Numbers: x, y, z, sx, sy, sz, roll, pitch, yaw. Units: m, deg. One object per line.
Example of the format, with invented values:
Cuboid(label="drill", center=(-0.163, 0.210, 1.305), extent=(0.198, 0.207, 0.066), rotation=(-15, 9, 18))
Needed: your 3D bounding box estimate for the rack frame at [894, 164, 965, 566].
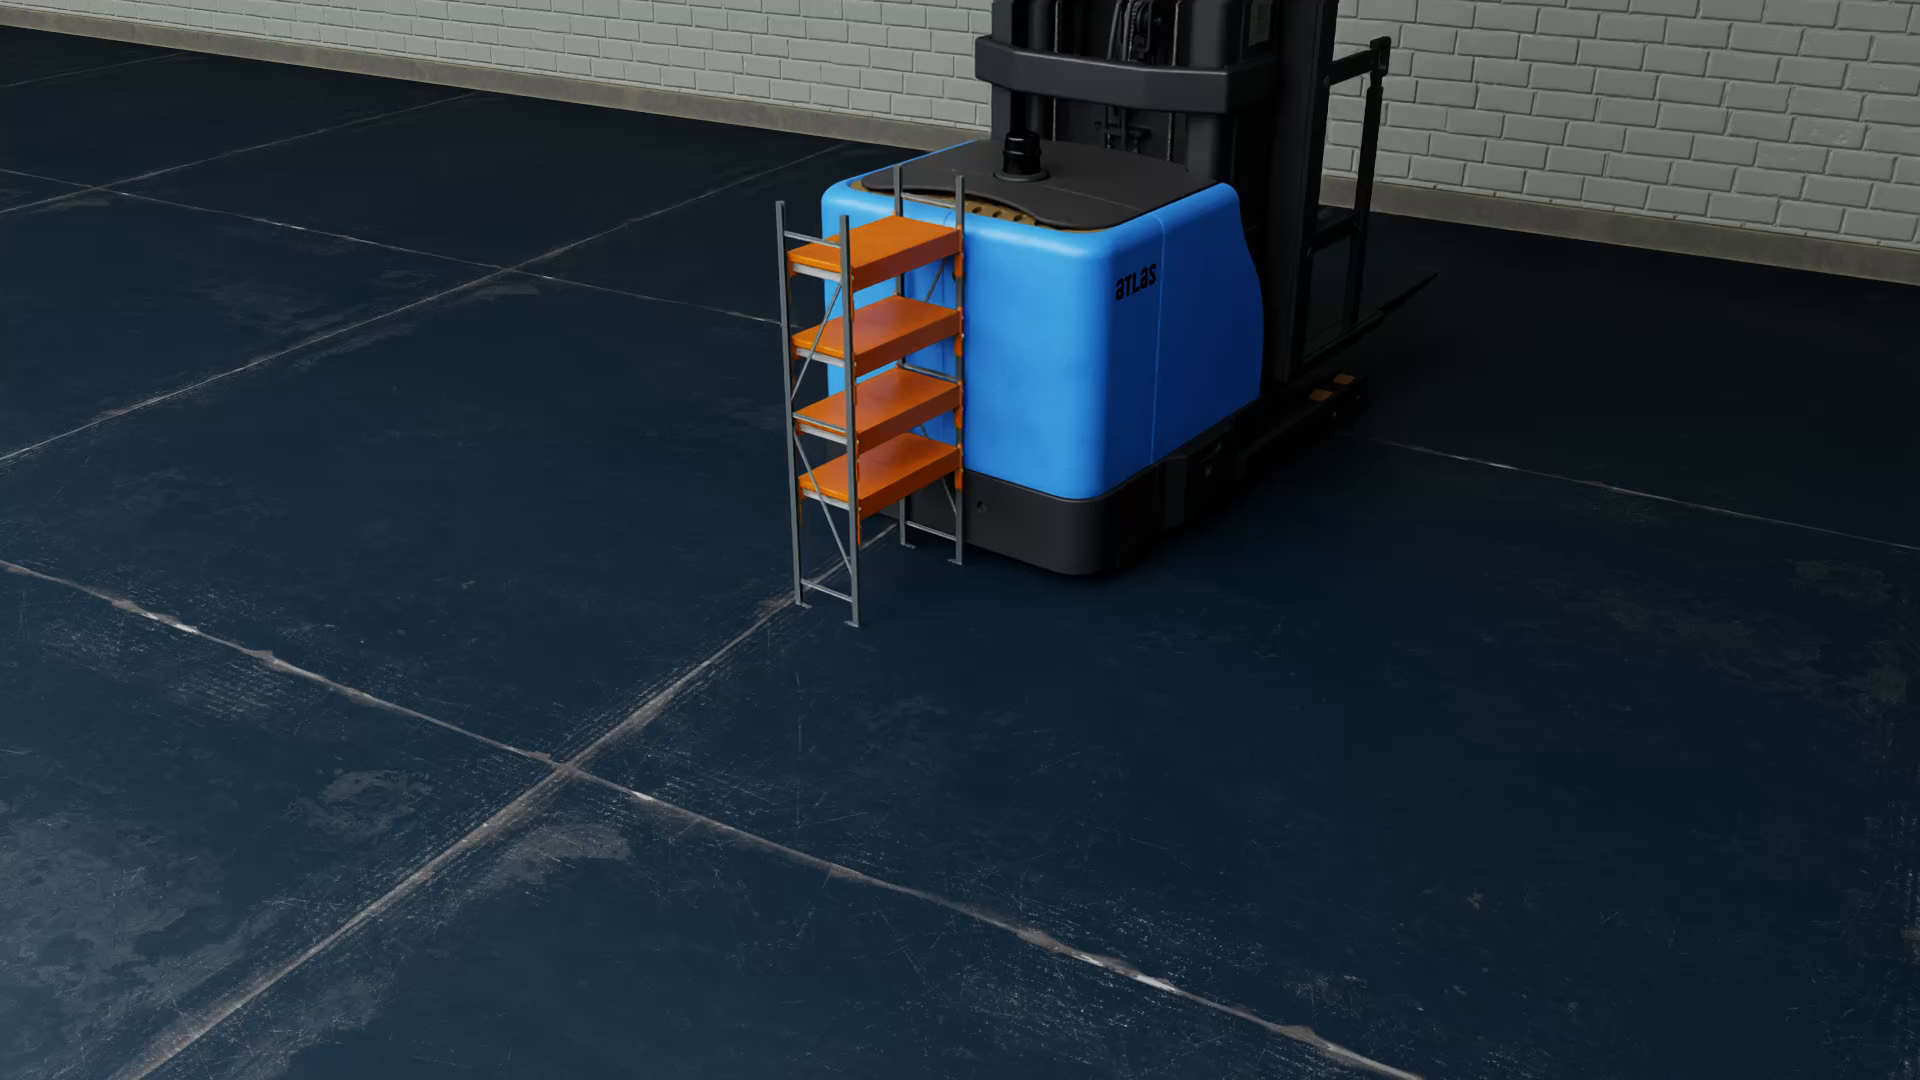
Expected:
Cuboid(label="rack frame", center=(-0.087, -0.491, 4.891), extent=(0.240, 1.200, 0.015), rotation=(19, 32, 33))

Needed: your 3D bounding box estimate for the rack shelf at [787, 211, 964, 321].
Cuboid(label="rack shelf", center=(-0.234, -0.755, 4.541), extent=(0.258, 0.148, 0.480), rotation=(19, 32, 33))

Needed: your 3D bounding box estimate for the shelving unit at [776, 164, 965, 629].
Cuboid(label="shelving unit", center=(-0.234, -0.404, 4.717), extent=(0.258, 1.200, 0.503), rotation=(19, 32, 33))

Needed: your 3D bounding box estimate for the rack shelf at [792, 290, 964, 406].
Cuboid(label="rack shelf", center=(-0.234, -0.544, 4.647), extent=(0.258, 0.148, 0.480), rotation=(19, 32, 33))

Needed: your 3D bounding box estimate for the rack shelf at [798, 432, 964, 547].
Cuboid(label="rack shelf", center=(-0.234, -0.166, 4.836), extent=(0.258, 0.148, 0.480), rotation=(19, 32, 33))

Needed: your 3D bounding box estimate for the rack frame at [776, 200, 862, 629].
Cuboid(label="rack frame", center=(-0.381, -0.317, 4.543), extent=(0.240, 1.200, 0.015), rotation=(19, 32, 33))

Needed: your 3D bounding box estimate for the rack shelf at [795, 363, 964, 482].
Cuboid(label="rack shelf", center=(-0.234, -0.344, 4.747), extent=(0.258, 0.148, 0.480), rotation=(19, 32, 33))

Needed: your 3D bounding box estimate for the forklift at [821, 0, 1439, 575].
Cuboid(label="forklift", center=(0.853, -1.806, 5.584), extent=(1.130, 2.935, 3.031), rotation=(19, 32, 32))
